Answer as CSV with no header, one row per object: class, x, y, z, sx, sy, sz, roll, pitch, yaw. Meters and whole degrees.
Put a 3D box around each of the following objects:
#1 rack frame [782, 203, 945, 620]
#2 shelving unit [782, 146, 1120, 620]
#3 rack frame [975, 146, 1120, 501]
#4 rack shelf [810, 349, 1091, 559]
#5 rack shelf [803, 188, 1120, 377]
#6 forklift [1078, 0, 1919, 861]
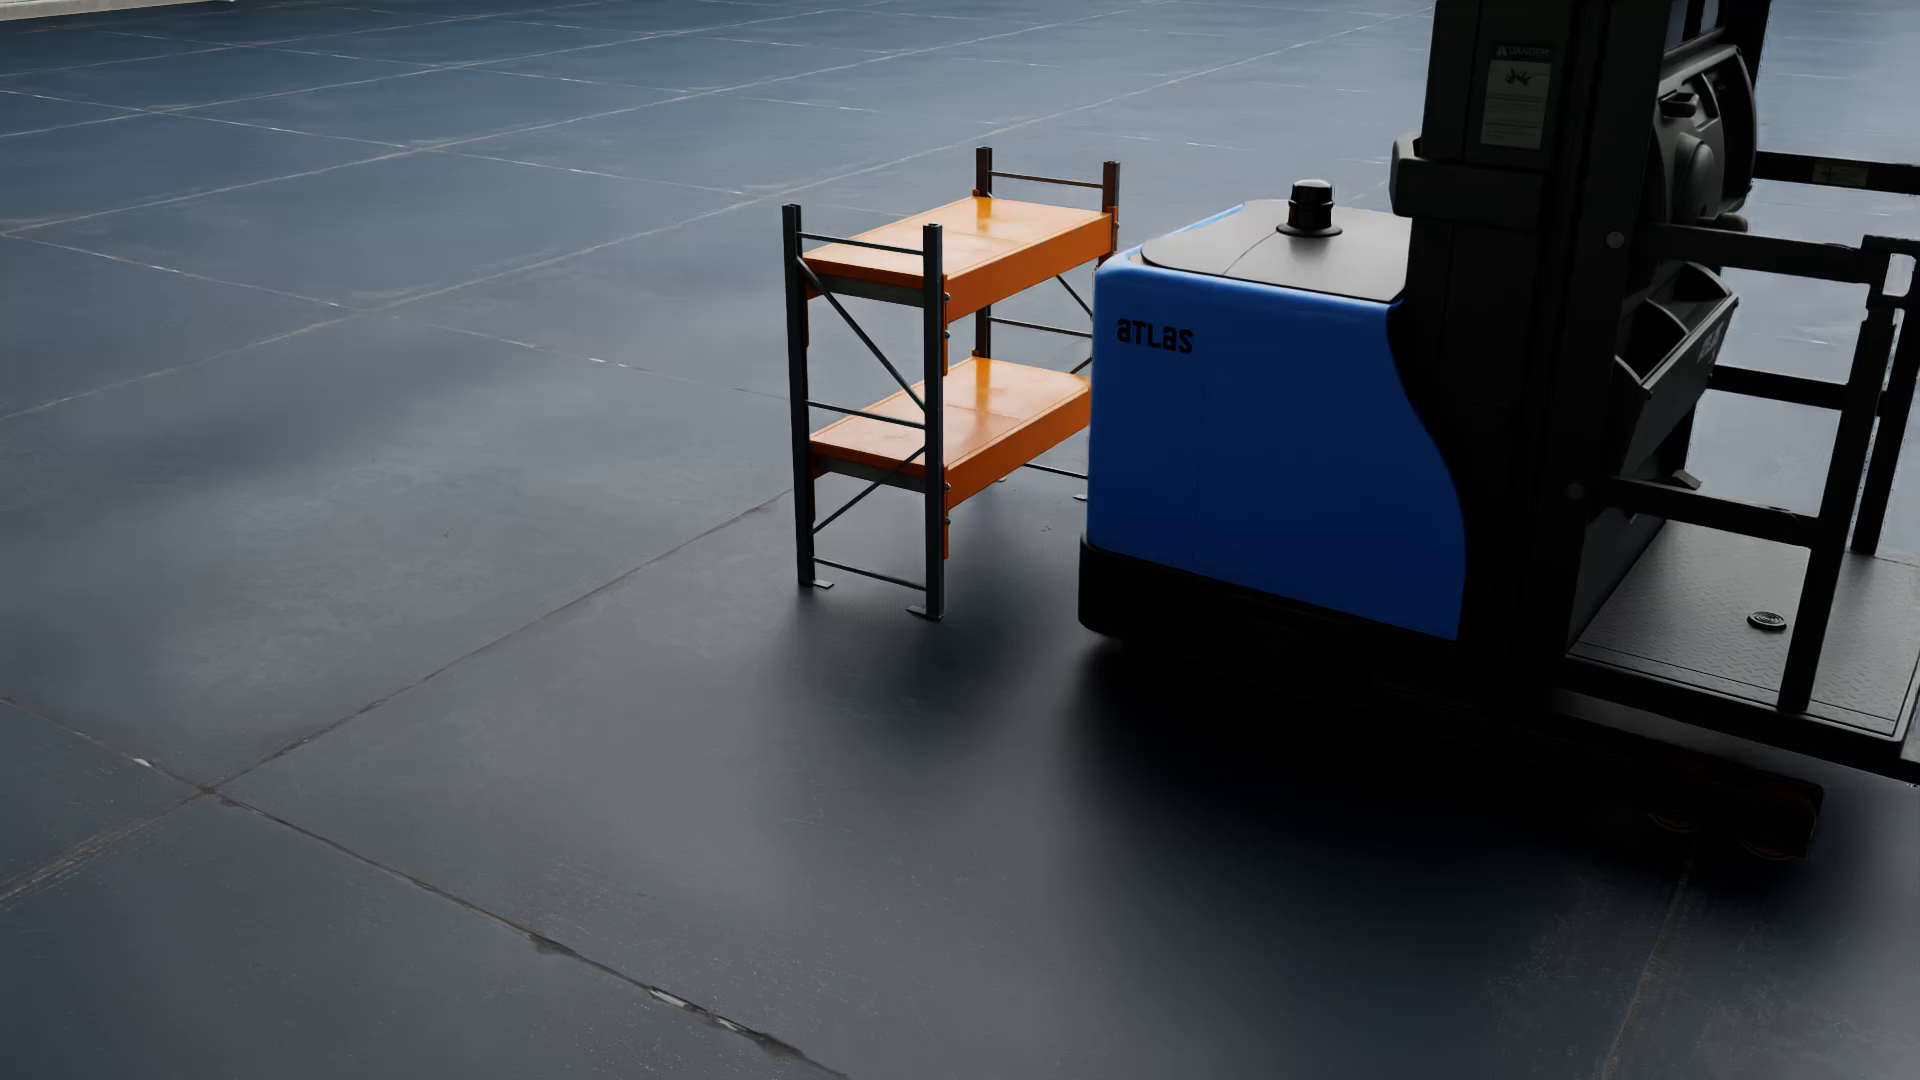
rack frame,-0.265,-0.347,4.635,0.500,1.125,0.032,14,27,29
shelving unit,0.004,-0.518,5.032,0.538,1.125,1.048,14,27,29
rack frame,0.272,-0.690,5.428,0.500,1.125,0.032,14,27,29
rack shelf,0.004,-0.294,5.129,0.538,0.278,1.000,14,27,29
rack shelf,0.004,-0.787,4.916,0.538,0.278,1.000,14,27,29
forklift,1.830,-0.886,3.607,3.031,2.935,1.130,15,28,31
